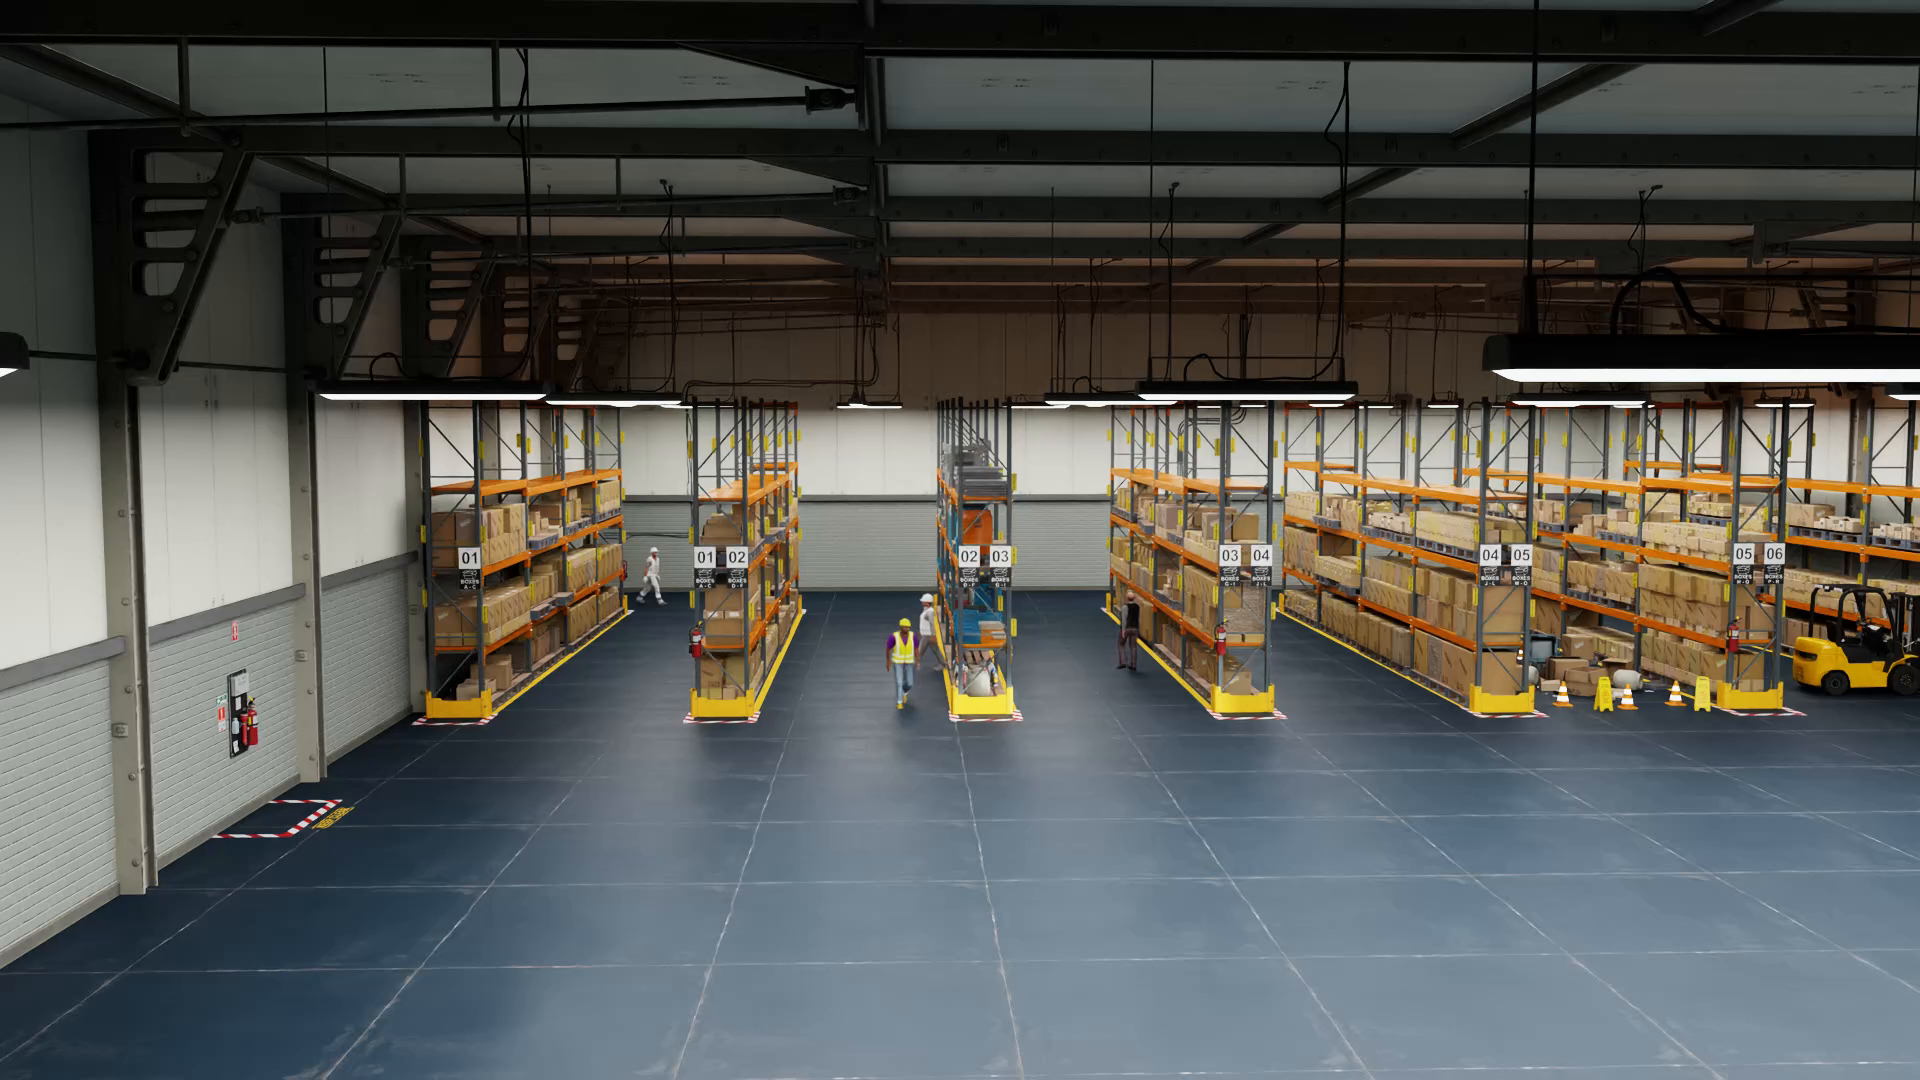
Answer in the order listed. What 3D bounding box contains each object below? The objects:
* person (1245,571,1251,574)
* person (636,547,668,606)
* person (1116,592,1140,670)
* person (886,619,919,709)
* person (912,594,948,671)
[{"bbox_3d":[8.140,1.286,46.949,0.710,1.636,0.719,1,4,9],"label":"person"},{"bbox_3d":[-9.078,1.079,49.058,1.143,1.729,0.526,1,5,16],"label":"person"},{"bbox_3d":[3.788,2.040,36.827,0.531,1.757,0.556,-1,5,-18],"label":"person"},{"bbox_3d":[-1.130,2.370,32.242,0.630,1.742,0.667,-1,5,-19],"label":"person"},{"bbox_3d":[-0.789,2.031,36.448,1.037,1.702,0.569,0,4,5],"label":"person"}]
